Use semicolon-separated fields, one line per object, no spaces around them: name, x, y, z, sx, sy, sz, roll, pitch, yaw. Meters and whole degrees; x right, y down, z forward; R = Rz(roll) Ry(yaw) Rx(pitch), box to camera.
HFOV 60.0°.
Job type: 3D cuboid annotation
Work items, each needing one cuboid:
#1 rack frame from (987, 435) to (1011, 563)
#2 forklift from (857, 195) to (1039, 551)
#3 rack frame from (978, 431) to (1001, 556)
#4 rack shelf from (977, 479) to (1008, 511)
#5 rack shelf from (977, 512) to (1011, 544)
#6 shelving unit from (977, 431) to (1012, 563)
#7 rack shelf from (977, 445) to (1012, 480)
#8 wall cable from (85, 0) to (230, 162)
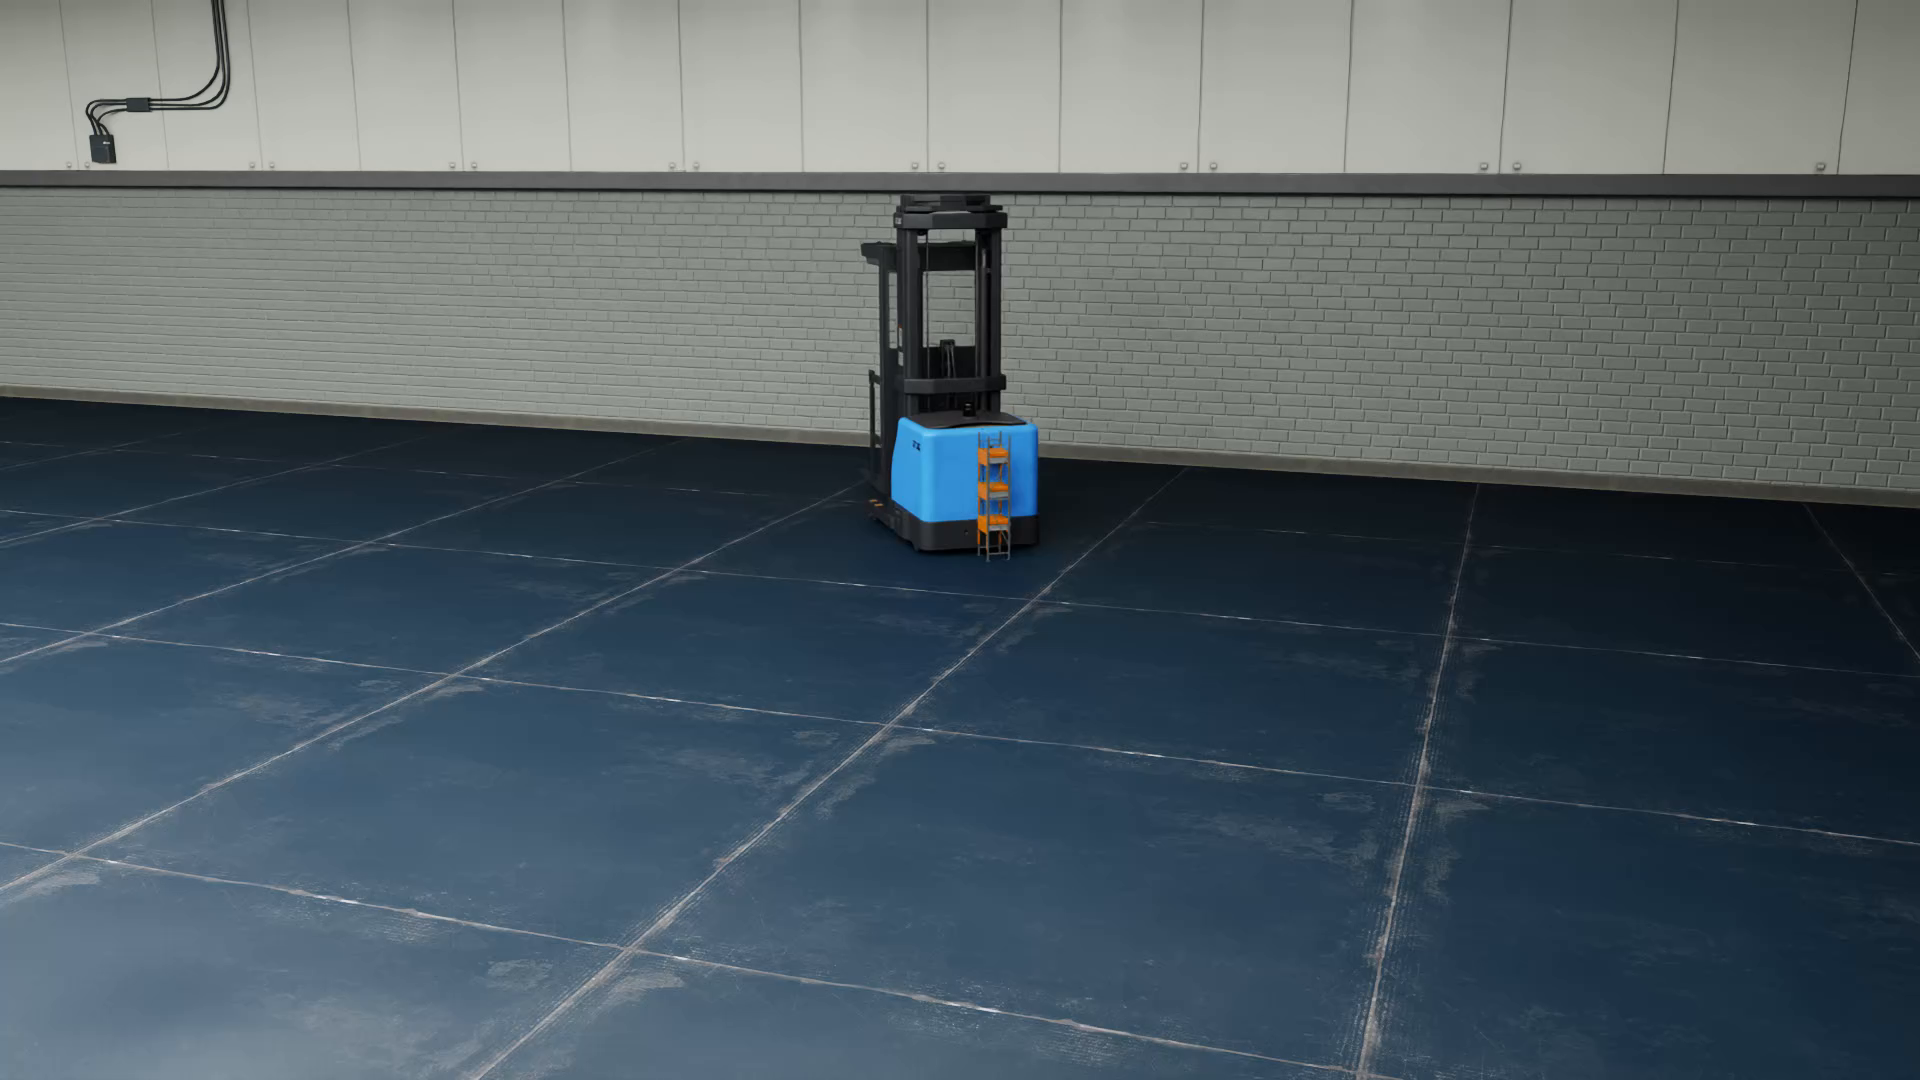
rack frame;0.318;-0.331;13.579;0.200;1.050;0.008;-4;13;-17
forklift;-0.250;-1.621;15.002;1.130;2.935;3.031;-4;13;-17
rack frame;0.246;-0.383;13.807;0.200;1.050;0.008;-4;13;-17
rack shelf;0.282;-0.347;13.695;0.215;0.259;0.240;-4;13;-17
rack shelf;0.282;-0.076;13.757;0.215;0.259;0.240;-4;13;-17
shelving unit;0.282;-0.357;13.693;0.215;1.050;0.252;-4;13;-17
rack shelf;0.282;-0.623;13.632;0.215;0.259;0.240;-4;13;-17
wall cable;-10.307;-7.813;20.855;2.305;6.003;0.169;4;14;18
